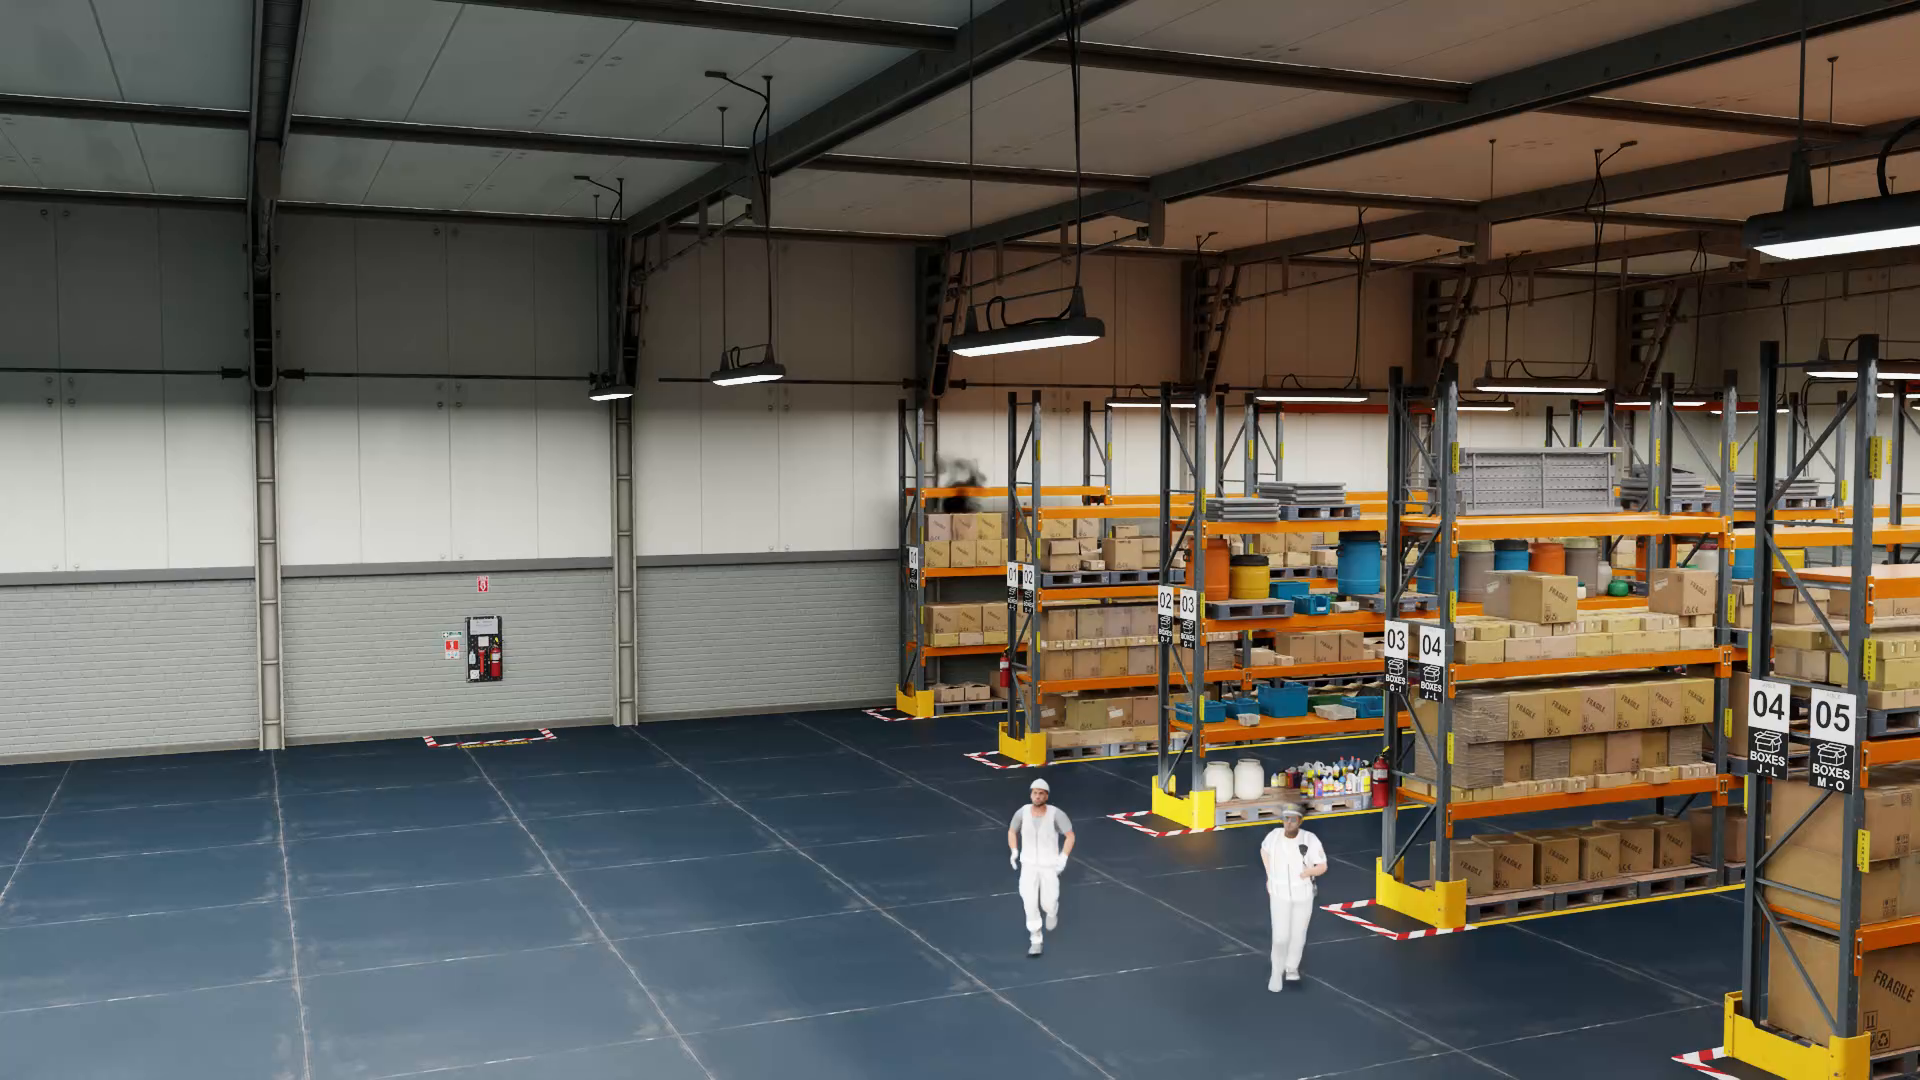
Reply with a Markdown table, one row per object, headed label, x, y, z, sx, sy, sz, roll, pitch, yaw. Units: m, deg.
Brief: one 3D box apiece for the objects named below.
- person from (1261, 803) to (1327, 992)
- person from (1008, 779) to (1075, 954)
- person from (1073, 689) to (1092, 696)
| label | x | y | z | sx | sy | sz | roll | pitch | yaw |
| --- | --- | --- | --- | --- | --- | --- | --- | --- | --- |
| person | 3.141 | 3.384 | 15.692 | 0.626 | 1.834 | 0.747 | 1 | 3 | 12 |
| person | 0.820 | 3.294 | 16.968 | 0.698 | 1.747 | 0.718 | 1 | 3 | 12 |
| person | 2.309 | 2.604 | 29.619 | 0.770 | 1.718 | 0.574 | -3 | 4 | -37 |
